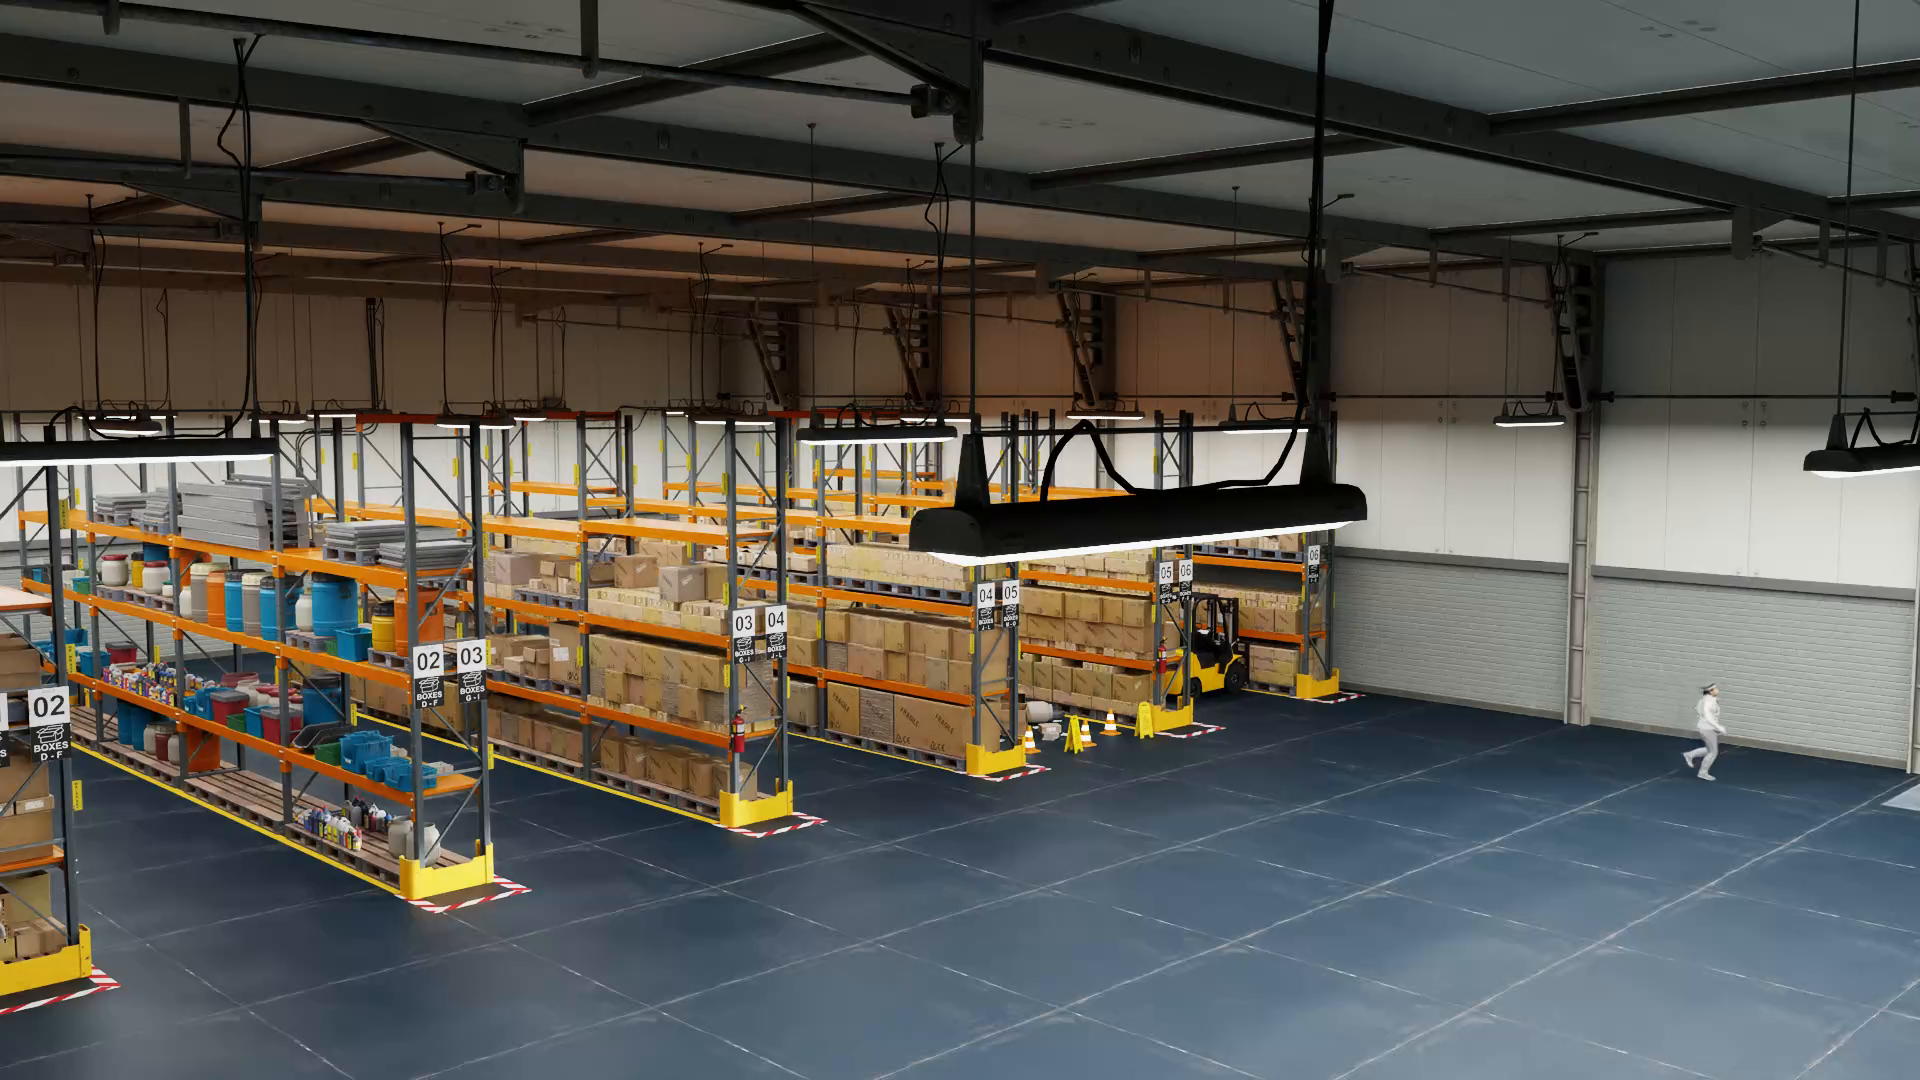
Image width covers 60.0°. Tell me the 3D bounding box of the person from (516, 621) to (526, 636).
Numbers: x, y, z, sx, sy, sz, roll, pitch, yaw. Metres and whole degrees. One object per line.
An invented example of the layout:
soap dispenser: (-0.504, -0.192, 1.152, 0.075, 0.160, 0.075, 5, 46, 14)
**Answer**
person: (-10.868, 1.917, 40.963, 0.712, 1.754, 0.932, 5, 7, 44)

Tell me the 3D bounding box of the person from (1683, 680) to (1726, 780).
person: (12.307, 3.127, 27.484, 0.624, 1.670, 0.626, 2, 5, 18)

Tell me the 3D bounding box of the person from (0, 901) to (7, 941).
person: (-9.836, 4.034, 16.610, 0.573, 1.727, 0.686, 0, 5, 4)
